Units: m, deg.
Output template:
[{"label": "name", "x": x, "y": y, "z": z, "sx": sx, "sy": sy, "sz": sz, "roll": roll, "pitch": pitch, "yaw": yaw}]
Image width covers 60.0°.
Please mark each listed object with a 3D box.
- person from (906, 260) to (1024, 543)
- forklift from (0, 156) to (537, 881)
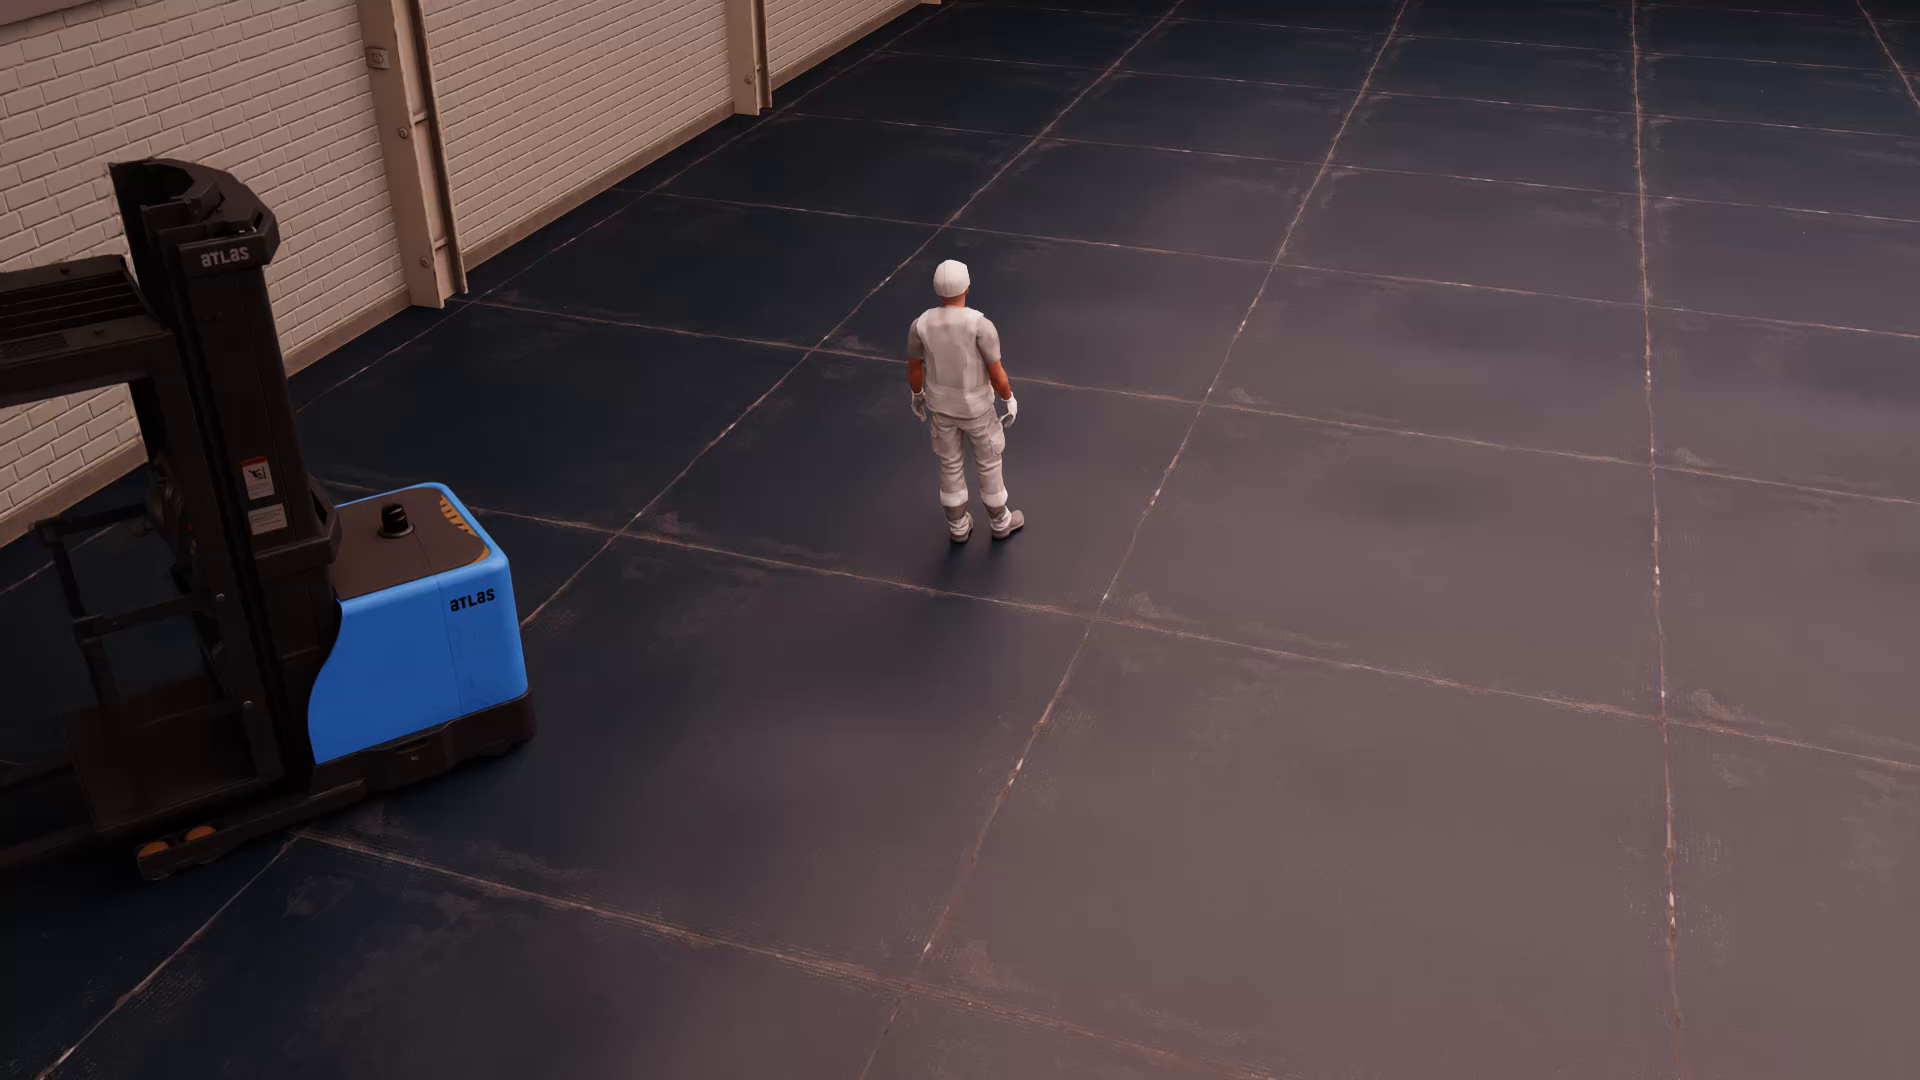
[{"label": "person", "x": 0.038, "y": -0.820, "z": 9.712, "sx": 0.637, "sy": 1.790, "sz": 0.562, "roll": 10, "pitch": 31, "yaw": 16}, {"label": "forklift", "x": -3.623, "y": -0.054, "z": 7.232, "sx": 3.031, "sy": 2.935, "sz": 1.130, "roll": -18, "pitch": 34, "yaw": -29}]
